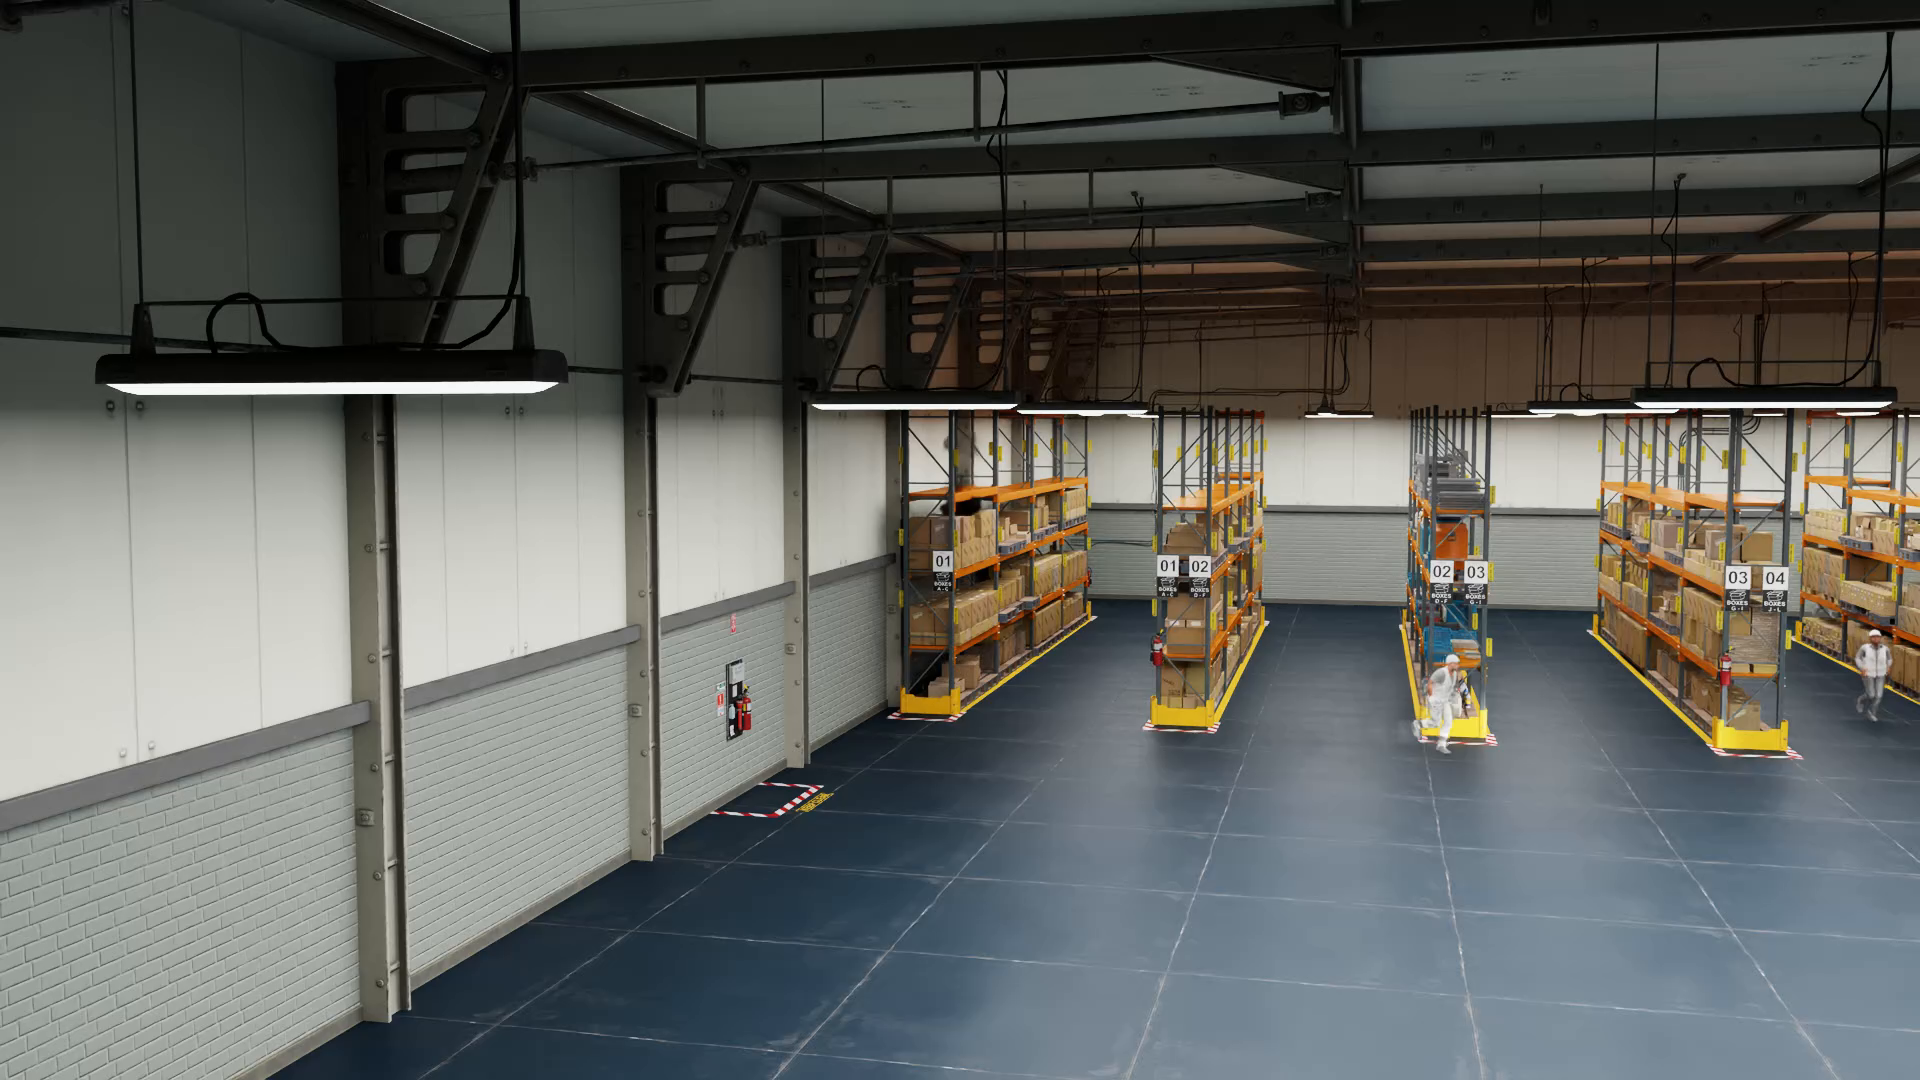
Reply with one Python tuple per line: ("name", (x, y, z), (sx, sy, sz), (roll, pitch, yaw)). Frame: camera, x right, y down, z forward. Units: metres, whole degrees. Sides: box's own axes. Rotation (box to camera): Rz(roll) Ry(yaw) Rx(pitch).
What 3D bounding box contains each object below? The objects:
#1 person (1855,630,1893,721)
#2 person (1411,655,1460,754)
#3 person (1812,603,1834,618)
("person", (17.492, 2.581, 31.805), (0.656, 1.745, 0.626), (1, 4, 12))
("person", (8.287, 2.816, 28.890), (0.906, 1.723, 0.660), (4, 6, 44))
("person", (23.195, 1.682, 44.615), (0.747, 1.754, 0.579), (-1, 4, -8))
